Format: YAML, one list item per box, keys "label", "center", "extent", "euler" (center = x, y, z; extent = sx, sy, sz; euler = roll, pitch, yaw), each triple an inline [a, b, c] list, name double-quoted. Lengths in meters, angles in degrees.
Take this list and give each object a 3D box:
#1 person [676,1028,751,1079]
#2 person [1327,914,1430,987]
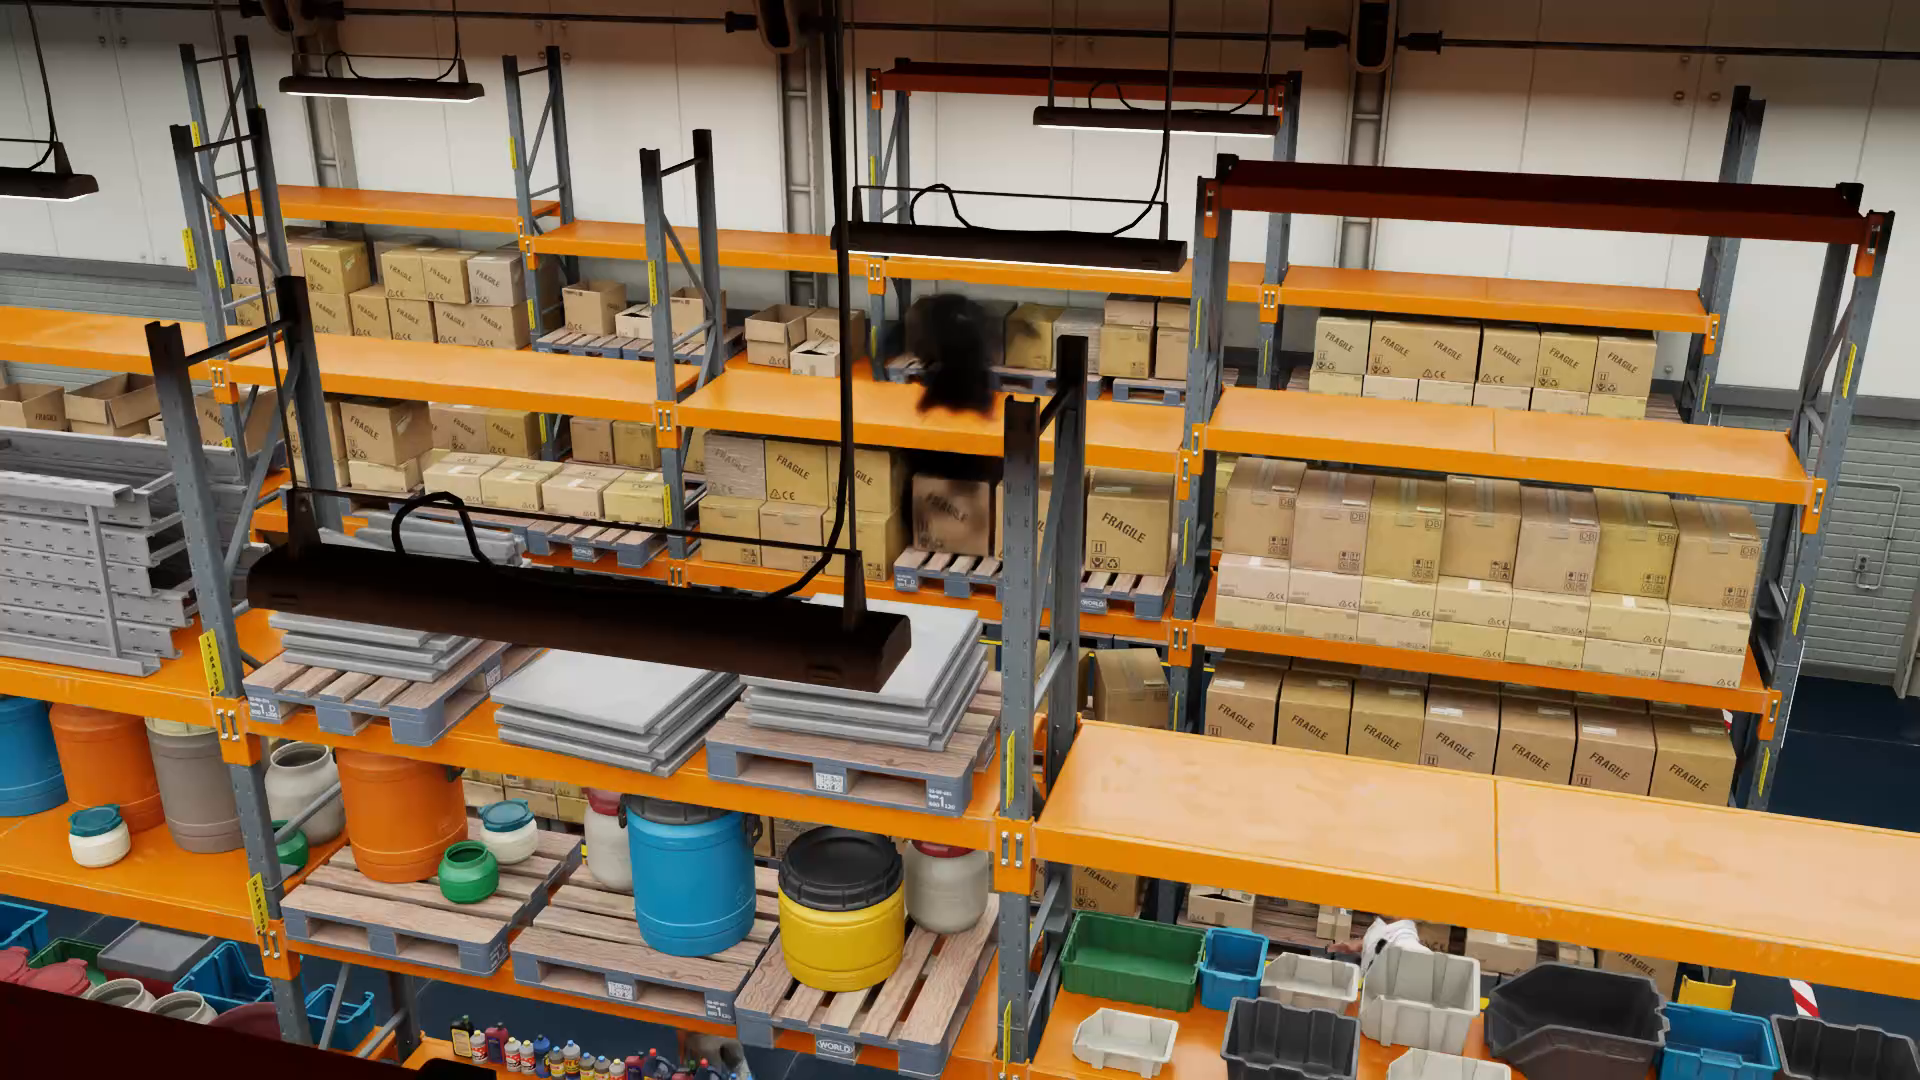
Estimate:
- label: "person"
  center: [-1.530, 3.265, 10.773]
  extent: [0.577, 1.696, 0.463]
  euler: [-17, 28, -35]
- label: "person"
  center: [2.866, 3.072, 11.097]
  extent: [0.873, 1.842, 0.639]
  euler: [4, 23, 9]
